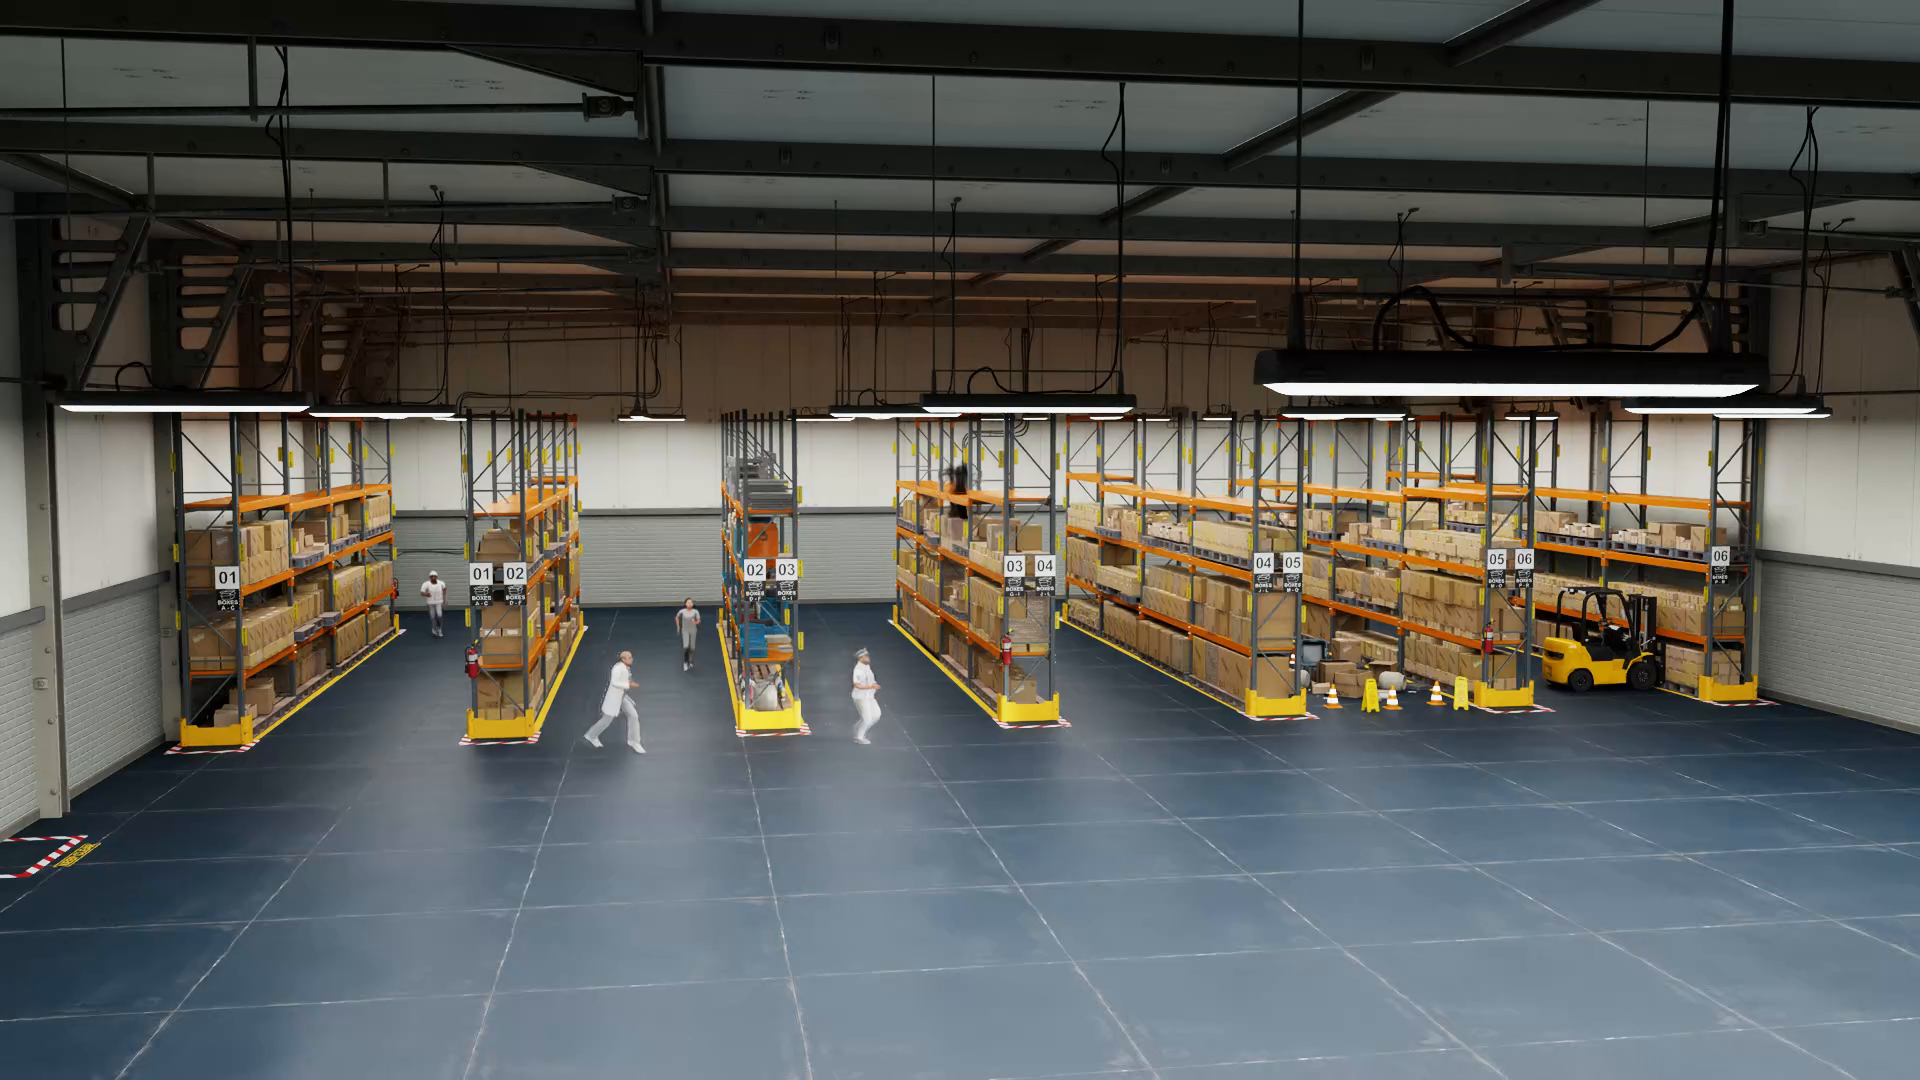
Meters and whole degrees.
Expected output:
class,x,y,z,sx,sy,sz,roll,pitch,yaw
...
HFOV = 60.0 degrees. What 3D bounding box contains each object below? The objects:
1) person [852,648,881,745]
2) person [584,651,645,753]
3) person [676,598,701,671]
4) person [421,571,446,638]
class,x,y,z,sx,sy,sz,roll,pitch,yaw
person,-1.663,2.800,29.649,0.585,1.765,0.638,1,4,16
person,-6.050,2.830,29.030,1.119,1.798,0.689,1,4,17
person,-6.317,2.190,38.705,0.555,1.686,0.703,-1,4,-15
person,-14.142,1.730,44.694,0.673,1.807,0.757,-1,4,-20
